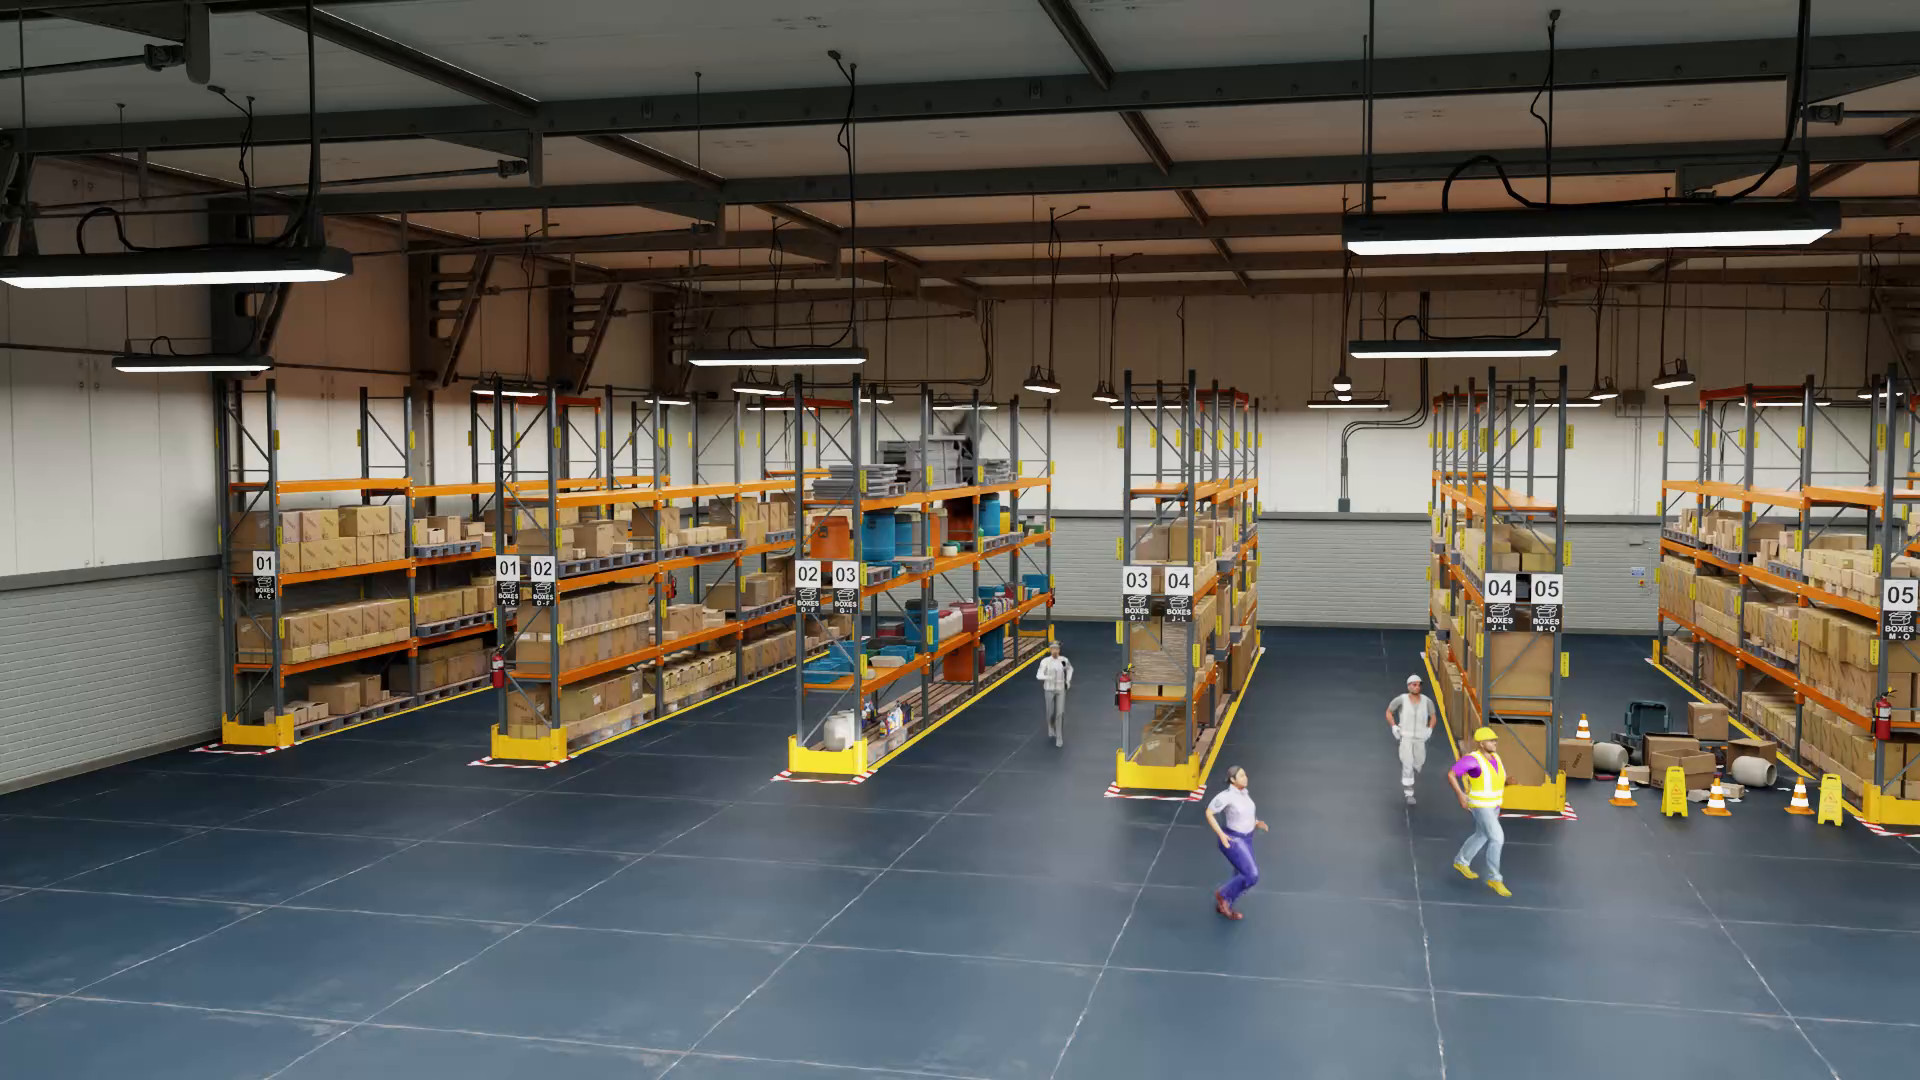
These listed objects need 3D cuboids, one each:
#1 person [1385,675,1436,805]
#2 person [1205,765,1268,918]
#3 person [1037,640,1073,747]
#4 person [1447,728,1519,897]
[{"bbox_3d":[6.284,2.746,23.151,0.693,1.762,0.818,0,3,1],"label":"person"},{"bbox_3d":[2.924,3.154,17.301,0.570,1.609,0.592,2,4,35],"label":"person"},{"bbox_3d":[1.570,2.490,27.387,0.612,1.701,0.920,0,3,0],"label":"person"},{"bbox_3d":[5.845,2.997,18.554,0.677,1.823,0.807,-3,5,-43],"label":"person"}]
